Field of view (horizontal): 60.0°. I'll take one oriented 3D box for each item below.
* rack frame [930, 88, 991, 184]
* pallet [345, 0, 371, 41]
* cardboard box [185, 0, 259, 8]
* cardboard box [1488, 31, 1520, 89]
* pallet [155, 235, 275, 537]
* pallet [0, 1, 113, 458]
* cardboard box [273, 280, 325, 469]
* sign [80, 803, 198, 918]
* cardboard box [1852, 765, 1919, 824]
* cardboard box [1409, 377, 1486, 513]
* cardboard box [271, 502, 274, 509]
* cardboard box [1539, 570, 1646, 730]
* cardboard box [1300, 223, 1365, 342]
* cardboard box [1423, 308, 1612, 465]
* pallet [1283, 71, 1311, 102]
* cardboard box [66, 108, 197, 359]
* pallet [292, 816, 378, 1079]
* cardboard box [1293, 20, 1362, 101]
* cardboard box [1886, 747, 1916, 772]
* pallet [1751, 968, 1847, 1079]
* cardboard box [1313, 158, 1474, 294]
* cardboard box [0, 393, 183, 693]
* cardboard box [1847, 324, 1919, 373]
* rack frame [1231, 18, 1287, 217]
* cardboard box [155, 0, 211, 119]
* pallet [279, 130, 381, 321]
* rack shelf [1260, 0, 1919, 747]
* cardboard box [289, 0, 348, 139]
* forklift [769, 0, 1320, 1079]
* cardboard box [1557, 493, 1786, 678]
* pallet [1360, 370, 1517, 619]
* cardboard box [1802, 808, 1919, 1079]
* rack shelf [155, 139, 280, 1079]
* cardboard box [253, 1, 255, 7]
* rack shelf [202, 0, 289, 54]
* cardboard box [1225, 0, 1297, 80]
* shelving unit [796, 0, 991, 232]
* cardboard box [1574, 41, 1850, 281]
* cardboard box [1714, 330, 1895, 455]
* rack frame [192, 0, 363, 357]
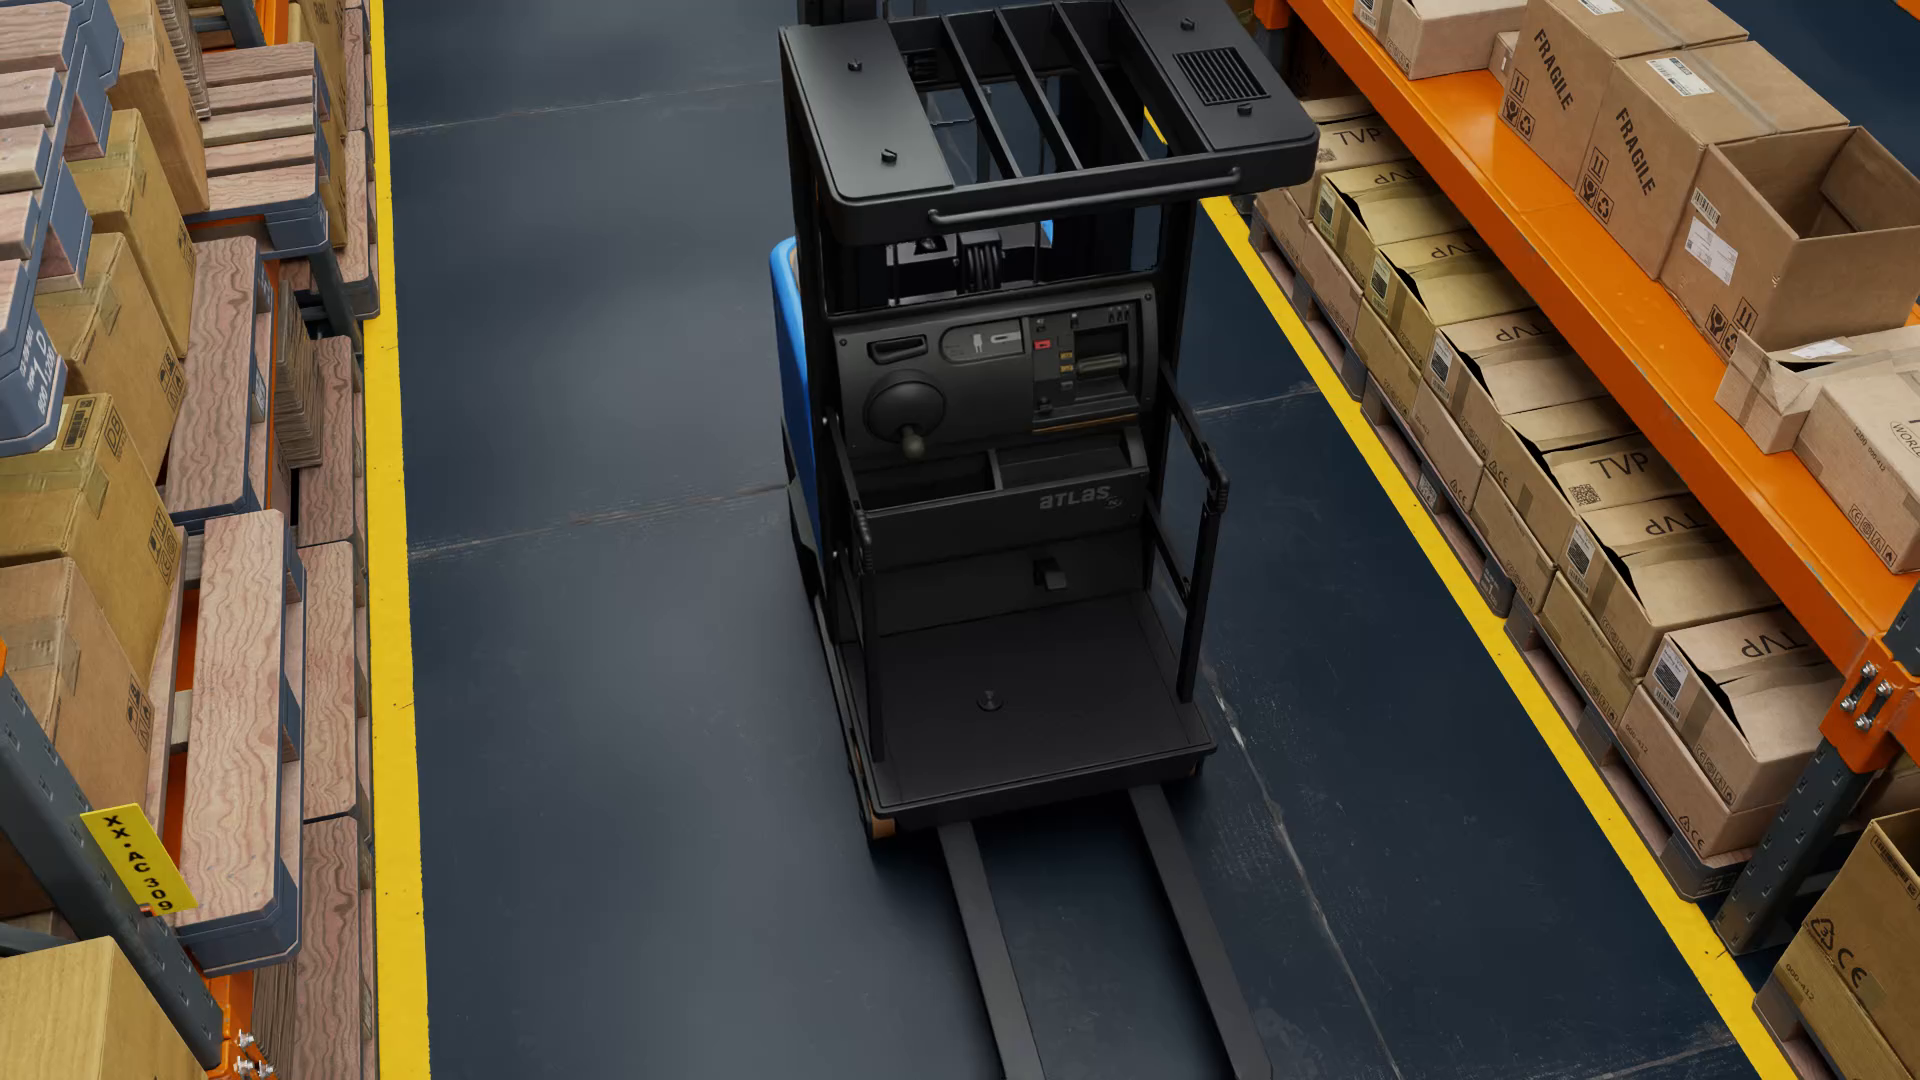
[{"bbox_3d":[-0.143,-0.962,6.142,0.500,1.500,0.032,-10,46,-9],"label":"rack frame"},{"bbox_3d":[-3.769,-3.043,9.084,1.003,0.211,1.213,-11,47,-10],"label":"pallet"},{"bbox_3d":[-2.892,-2.304,6.116,0.500,0.500,0.500,-9,46,-9],"label":"cardboard box"},{"bbox_3d":[2.153,-1.726,6.017,0.380,0.149,0.250,-8,46,-7],"label":"cardboard box"},{"bbox_3d":[-2.469,-0.350,4.627,1.003,0.211,1.213,-11,47,-10],"label":"pallet"},{"bbox_3d":[-2.046,-0.444,2.616,1.213,0.211,1.003,-11,47,-10],"label":"pallet"},{"bbox_3d":[-2.780,-0.568,6.148,0.700,0.500,0.500,-10,46,-10],"label":"cardboard box"},{"bbox_3d":[-1.469,0.578,2.977,0.100,0.325,0.005,-11,47,-10],"label":"sign"},{"bbox_3d":[2.933,0.569,5.223,0.500,0.250,0.500,-12,47,-11],"label":"cardboard box"},{"bbox_3d":[2.022,-0.395,6.168,0.500,0.250,0.500,-10,46,-10],"label":"cardboard box"},{"bbox_3d":[-2.606,0.147,5.448,0.700,0.500,0.500,-11,47,-11],"label":"cardboard box"},{"bbox_3d":[2.282,0.310,5.477,0.500,0.250,0.500,-11,47,-11],"label":"cardboard box"},{"bbox_3d":[1.752,-1.107,6.866,0.500,0.250,0.500,-12,47,-11],"label":"cardboard box"},{"bbox_3d":[2.026,-0.581,5.958,0.500,0.311,0.500,-11,47,-11],"label":"cardboard box"},{"bbox_3d":[1.618,-2.231,8.288,1.003,0.211,1.213,-11,47,-10],"label":"pallet"},{"bbox_3d":[-2.545,-0.786,4.542,0.700,0.500,0.500,-11,47,-10],"label":"cardboard box"},{"bbox_3d":[-2.192,1.424,4.706,1.003,0.211,1.213,-11,47,-10],"label":"pallet"},{"bbox_3d":[1.932,-2.330,7.875,0.500,0.500,0.500,-9,46,-9],"label":"cardboard box"},{"bbox_3d":[2.932,0.366,5.030,0.500,0.311,0.500,-11,47,-10],"label":"cardboard box"},{"bbox_3d":[2.960,1.610,4.524,1.003,0.211,1.213,-11,47,-10],"label":"pallet"},{"bbox_3d":[1.765,-1.289,6.651,0.500,0.311,0.500,-12,47,-11],"label":"cardboard box"},{"bbox_3d":[-2.225,0.052,3.721,0.700,0.500,0.500,-6,46,-6],"label":"cardboard box"},{"bbox_3d":[2.767,-0.484,4.800,0.380,0.149,0.250,-11,47,-10],"label":"cardboard box"},{"bbox_3d":[1.772,-2.684,6.781,1.000,3.000,0.127,-11,47,-10],"label":"rack frame"},{"bbox_3d":[-2.885,-1.642,5.381,0.700,0.500,0.500,-16,48,-15],"label":"cardboard box"},{"bbox_3d":[-3.144,-1.358,7.433,1.003,0.211,1.213,-11,47,-10],"label":"pallet"},{"bbox_3d":[2.285,-1.052,5.684,1.077,0.370,4.000,-11,47,-10],"label":"rack shelf"},{"bbox_3d":[-3.295,-2.308,7.623,0.750,0.750,0.750,-11,47,-11],"label":"cardboard box"},{"bbox_3d":[0.164,-0.380,4.571,1.130,2.935,3.031,-10,46,-9],"label":"forklift"},{"bbox_3d":[2.276,0.111,5.279,0.500,0.311,0.500,-10,46,-9],"label":"cardboard box"},{"bbox_3d":[2.254,-0.292,6.389,1.003,0.211,1.213,-11,47,-10],"label":"pallet"},{"bbox_3d":[2.613,1.008,4.268,0.500,0.500,0.500,-11,47,-10],"label":"cardboard box"},{"bbox_3d":[-2.503,-0.143,4.794,1.077,0.370,4.000,-11,47,-10],"label":"rack shelf"},{"bbox_3d":[-2.932,-2.140,6.409,0.380,0.149,0.250,-10,46,-10],"label":"cardboard box"},{"bbox_3d":[-3.527,-2.905,7.500,1.077,0.370,4.000,-11,47,-10],"label":"rack shelf"},{"bbox_3d":[1.306,-2.566,8.107,0.500,0.500,0.500,-9,46,-9],"label":"cardboard box"},{"bbox_3d":[-0.264,-1.321,6.495,0.587,1.500,1.083,-10,46,-9],"label":"shelving unit"},{"bbox_3d":[2.353,-1.200,5.256,0.500,0.500,0.500,-11,47,-10],"label":"cardboard box"},{"bbox_3d":[2.394,-0.449,4.684,0.396,0.266,0.258,-12,47,-11],"label":"cardboard box"},{"bbox_3d":[-3.015,-1.776,5.890,1.000,3.000,0.127,-11,47,-10],"label":"rack frame"}]
